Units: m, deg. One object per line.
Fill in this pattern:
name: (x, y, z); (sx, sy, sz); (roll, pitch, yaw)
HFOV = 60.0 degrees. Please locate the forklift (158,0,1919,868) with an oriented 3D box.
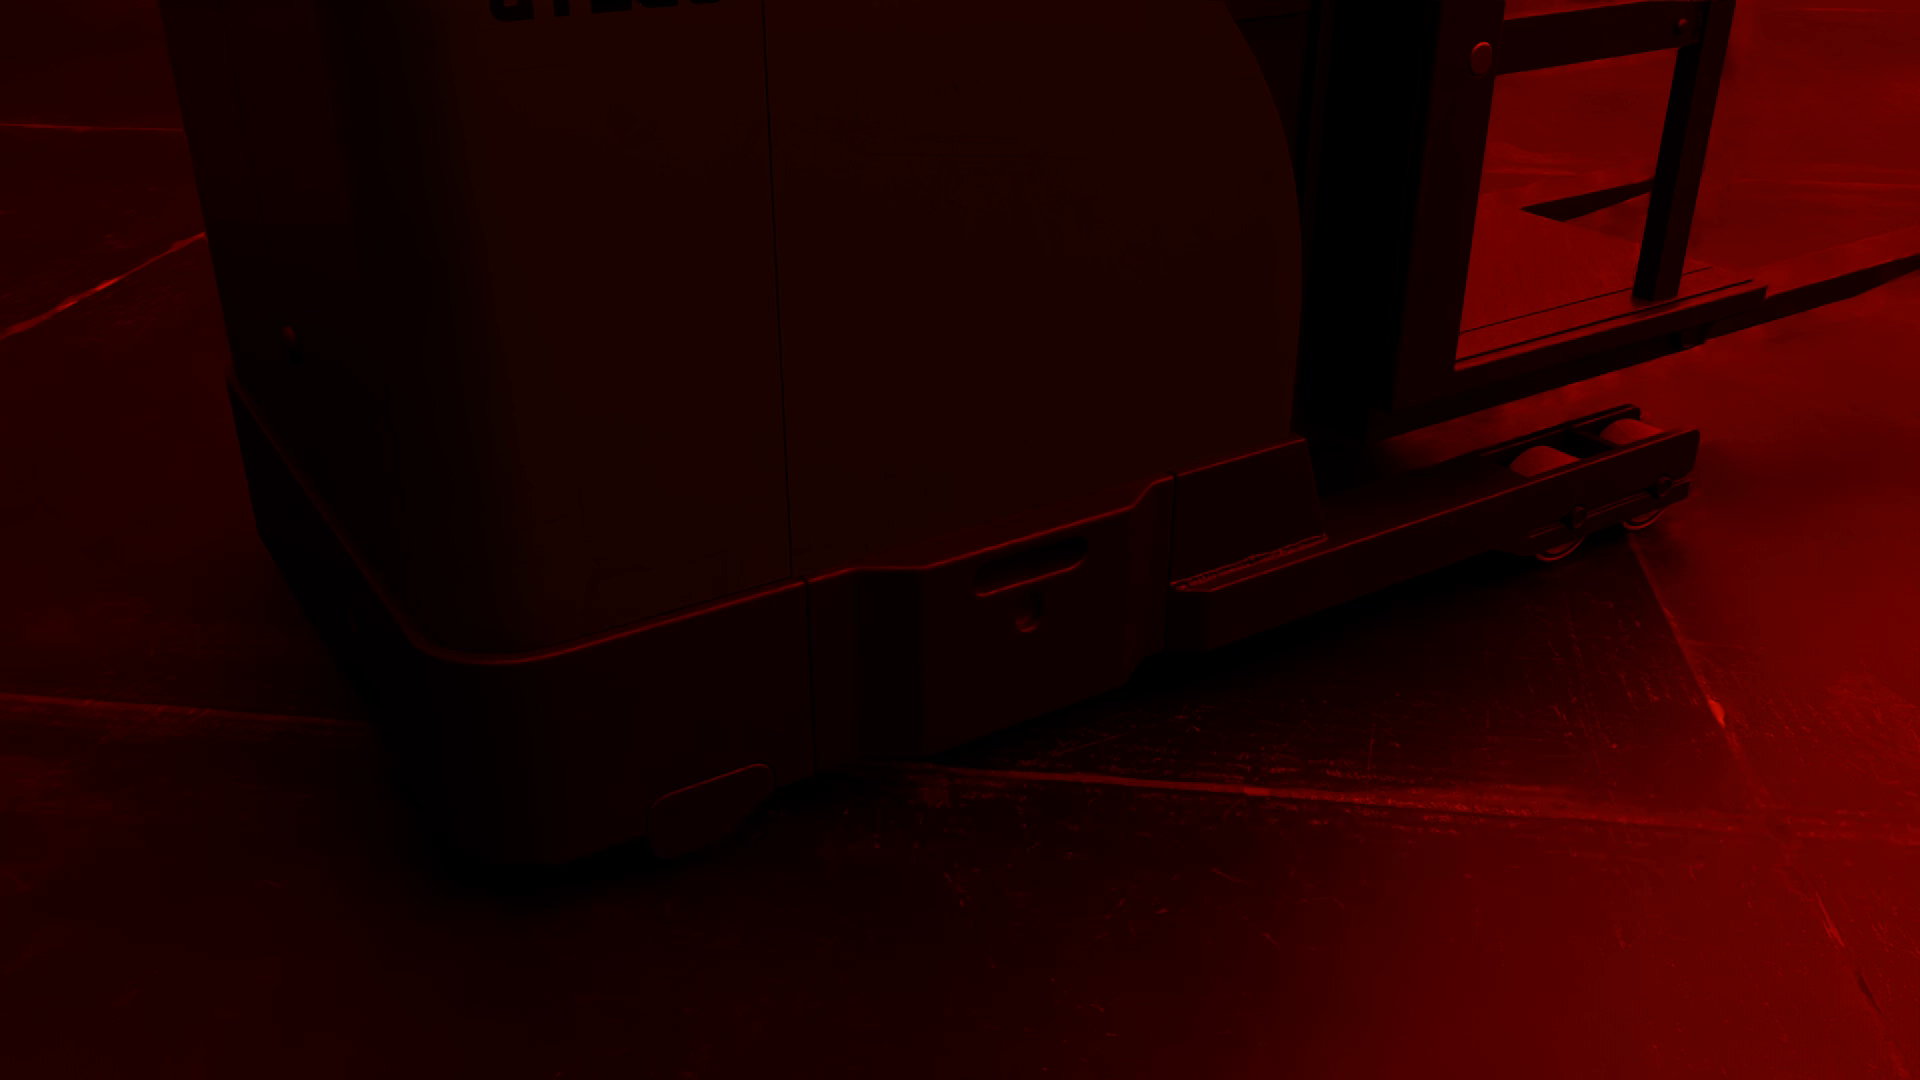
forklift: (0.511, -1.461, 2.145); (3.031, 2.935, 1.130); (-16, 31, -29)
